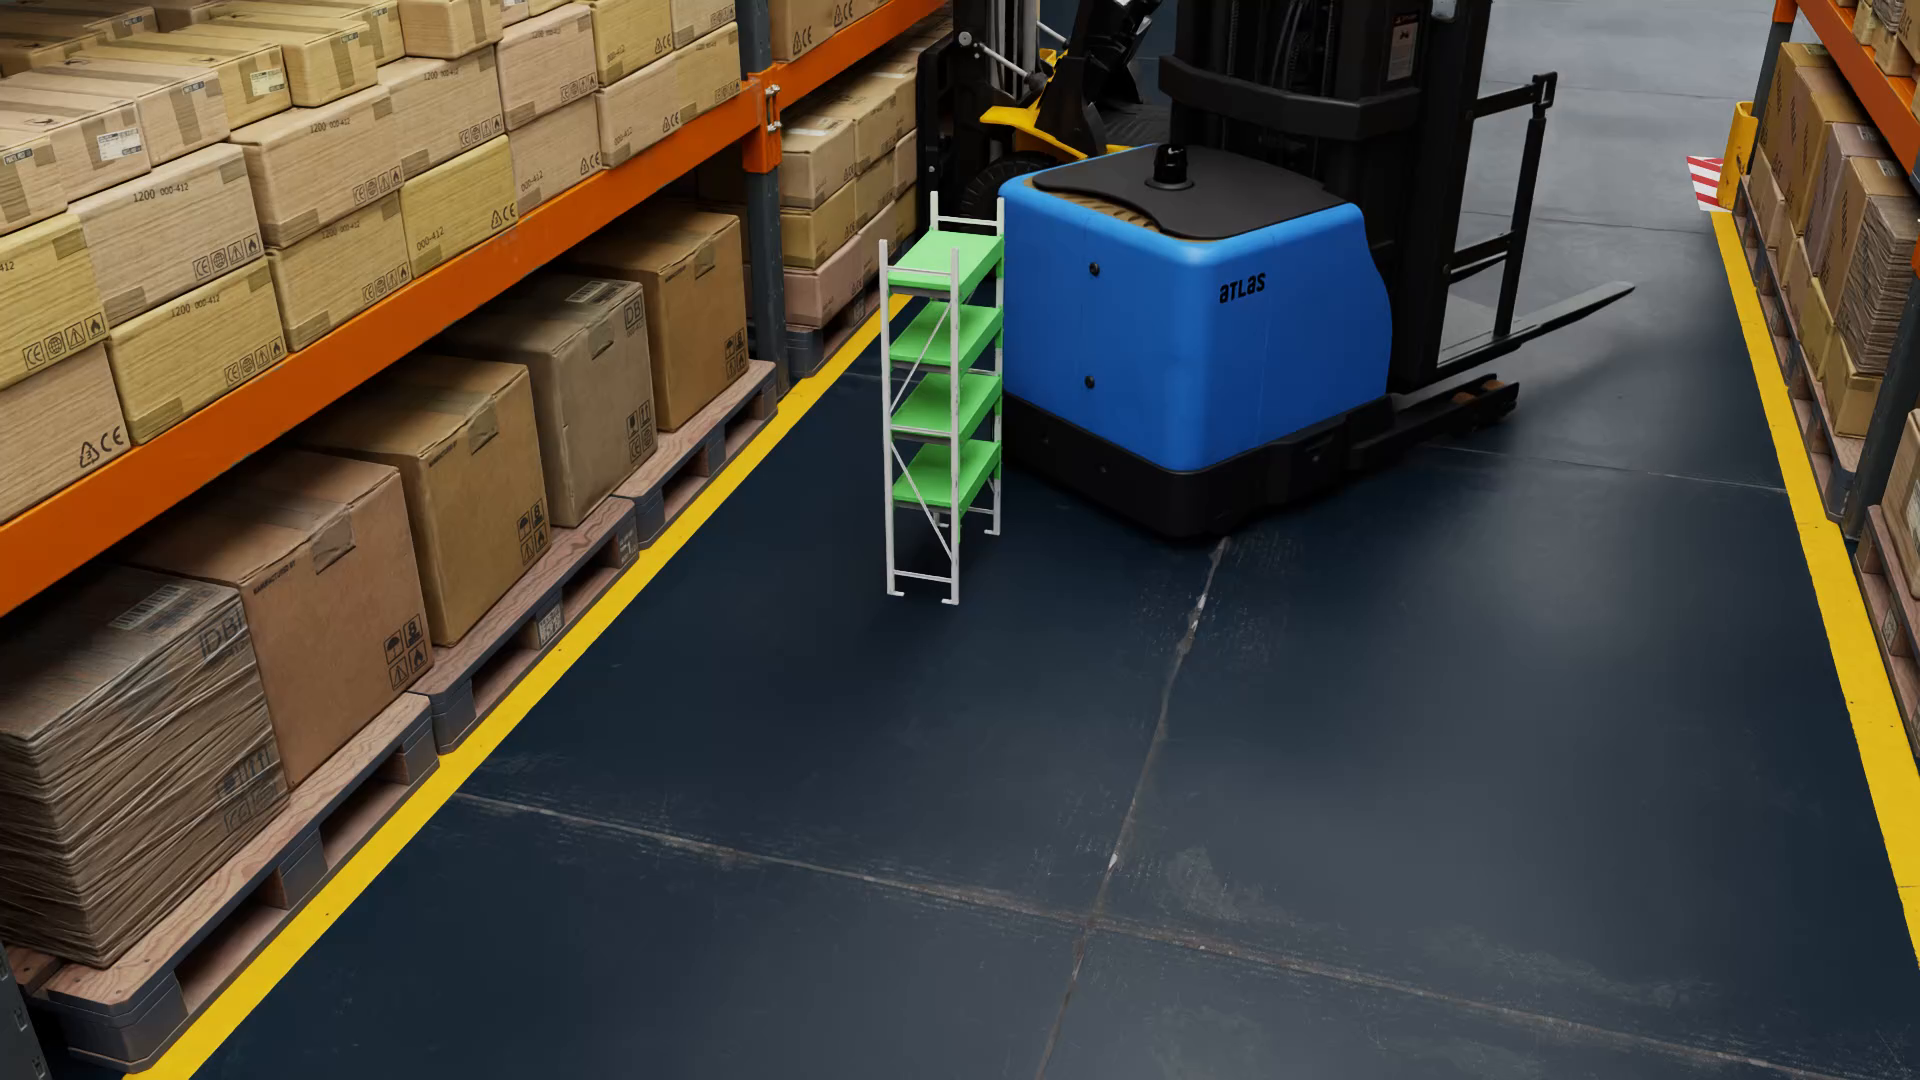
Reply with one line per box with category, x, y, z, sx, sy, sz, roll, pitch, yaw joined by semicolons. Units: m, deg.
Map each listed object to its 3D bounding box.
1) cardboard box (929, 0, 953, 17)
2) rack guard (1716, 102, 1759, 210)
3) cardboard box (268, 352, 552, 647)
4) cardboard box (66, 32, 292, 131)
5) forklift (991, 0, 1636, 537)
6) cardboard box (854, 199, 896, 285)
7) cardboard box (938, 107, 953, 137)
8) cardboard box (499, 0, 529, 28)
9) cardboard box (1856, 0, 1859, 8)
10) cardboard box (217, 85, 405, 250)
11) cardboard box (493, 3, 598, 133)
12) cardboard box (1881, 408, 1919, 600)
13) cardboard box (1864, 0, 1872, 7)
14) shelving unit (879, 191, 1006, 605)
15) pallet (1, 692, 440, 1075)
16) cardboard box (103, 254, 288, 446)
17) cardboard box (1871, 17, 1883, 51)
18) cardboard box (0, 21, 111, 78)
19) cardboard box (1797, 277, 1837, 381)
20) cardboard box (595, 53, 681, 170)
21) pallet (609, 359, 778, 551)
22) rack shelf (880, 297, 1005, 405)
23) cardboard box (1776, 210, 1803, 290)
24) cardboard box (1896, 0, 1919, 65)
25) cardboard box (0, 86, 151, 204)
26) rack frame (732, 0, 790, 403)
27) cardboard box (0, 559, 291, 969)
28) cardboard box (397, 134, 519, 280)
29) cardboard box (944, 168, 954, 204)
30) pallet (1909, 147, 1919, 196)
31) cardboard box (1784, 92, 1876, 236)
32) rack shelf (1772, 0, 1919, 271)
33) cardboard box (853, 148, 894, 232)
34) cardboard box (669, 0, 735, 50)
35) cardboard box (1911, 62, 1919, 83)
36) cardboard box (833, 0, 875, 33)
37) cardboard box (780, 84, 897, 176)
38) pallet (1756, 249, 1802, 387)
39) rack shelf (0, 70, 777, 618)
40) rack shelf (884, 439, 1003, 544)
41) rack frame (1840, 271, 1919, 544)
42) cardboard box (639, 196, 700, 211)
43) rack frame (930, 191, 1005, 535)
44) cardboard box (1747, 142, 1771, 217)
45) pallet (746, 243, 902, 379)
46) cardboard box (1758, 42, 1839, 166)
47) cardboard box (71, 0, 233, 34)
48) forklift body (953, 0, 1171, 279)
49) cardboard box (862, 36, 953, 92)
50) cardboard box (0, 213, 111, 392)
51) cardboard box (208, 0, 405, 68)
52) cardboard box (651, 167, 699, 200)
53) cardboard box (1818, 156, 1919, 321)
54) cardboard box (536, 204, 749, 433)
cardboard box;-0.003;-2.750;8.975;0.500;0.250;0.500;9;30;16
rack guard;4.702;-1.993;8.819;1.175;0.500;0.348;8;30;15
cardboard box;-1.792;-0.161;4.964;0.875;0.625;0.625;7;30;13
cardboard box;-1.757;-1.034;3.754;0.380;0.149;0.250;9;30;15
forklift;1.581;-1.868;6.092;3.031;2.935;1.130;-21;36;-33
cardboard box;-0.603;-1.366;7.517;0.500;0.250;0.500;8;30;14
cardboard box;-0.305;-2.050;8.233;0.500;0.250;0.500;8;30;15
cardboard box;-1.431;-1.507;4.604;0.380;0.149;0.250;9;30;15
cardboard box;4.028;-2.284;7.028;0.380;0.149;0.250;10;30;17
cardboard box;-1.687;-0.907;3.935;0.500;0.250;0.500;8;30;14
cardboard box;-1.396;-1.380;4.785;0.500;0.250;0.500;9;30;16
cardboard box;3.398;-0.053;5.031;0.950;0.372;0.625;9;30;16
cardboard box;3.881;-2.398;6.567;0.500;0.500;0.500;8;30;14
shelving unit;-0.049;-0.447;5.320;0.258;1.200;0.503;8;30;15
pallet;-2.091;0.732;4.217;1.003;0.211;1.213;8;30;15
cardboard box;-1.854;-0.448;3.625;0.500;0.250;0.500;8;30;14
cardboard box;3.752;-1.932;6.396;0.380;0.149;0.250;8;30;14
cardboard box;-2.207;-1.100;3.872;0.380;0.149;0.250;8;30;15
cardboard box;3.613;-0.806;6.509;0.500;0.250;0.500;8;30;14
cardboard box;-1.236;-1.397;5.330;0.500;0.250;0.500;8;30;15
pallet;-1.375;-0.402;6.255;1.003;0.211;1.213;8;30;15
rack shelf;-0.049;-0.601;5.234;0.258;0.148;0.480;8;30;15
cardboard box;3.918;-1.276;7.354;0.500;0.250;0.500;11;31;18
cardboard box;3.587;-1.918;5.703;0.500;0.500;0.500;10;30;17
cardboard box;-1.867;-0.790;3.315;0.380;0.149;0.250;9;30;16
rack frame;-1.196;-1.968;6.203;1.000;3.000;0.127;8;30;15
cardboard box;-2.174;0.457;3.854;0.875;0.625;0.625;9;30;16
cardboard box;-1.556;-0.930;4.490;0.500;0.250;0.500;9;30;16
cardboard box;-0.299;-1.840;8.369;0.500;0.250;0.500;9;30;16
pallet;3.187;-0.844;4.378;1.003;0.211;1.213;8;30;15
cardboard box;3.912;-1.608;7.181;0.500;0.500;0.500;9;30;16
rack shelf;4.137;-1.877;6.778;1.077;0.370;4.000;8;30;15
cardboard box;-0.613;-1.584;7.394;0.500;0.250;0.500;8;30;15
cardboard box;-1.096;-1.857;5.642;0.500;0.250;0.500;8;30;14
cardboard box;3.657;-1.686;5.953;0.380;0.149;0.250;8;30;14
cardboard box;-0.679;-2.426;6.922;0.500;0.500;0.500;9;30;16
cardboard box;-0.594;-1.804;7.274;0.500;0.250;0.500;9;30;15
pallet;4.070;-0.929;7.203;1.003;0.211;1.213;8;30;15
rack shelf;-1.783;-0.725;4.707;1.077;0.370;4.000;8;30;15
rack shelf;-0.049;-0.182;5.468;0.258;0.148;0.480;8;30;15
rack frame;3.550;-1.262;4.933;1.000;3.000;0.127;8;30;15
cardboard box;-1.249;-1.424;7.107;0.500;0.250;0.500;8;30;14
rack frame;0.023;-0.561;5.524;0.240;1.200;0.015;8;30;15
cardboard box;4.223;-1.767;8.238;0.500;0.250;0.500;8;30;14
pallet;-0.923;-1.114;7.534;1.003;0.211;1.213;8;30;15
cardboard box;4.217;-2.084;8.035;0.500;0.500;0.500;7;30;13
cardboard box;-2.036;-1.333;4.291;0.380;0.149;0.250;9;30;16
forklift body;1.165;-2.315;7.699;2.313;2.155;1.214;8;30;15
cardboard box;-0.298;-2.279;8.130;0.500;0.250;0.500;8;30;14
cardboard box;-1.983;-0.430;3.078;0.500;0.250;0.500;8;30;15
cardboard box;-1.642;-1.279;4.193;0.380;0.149;0.250;8;30;15
cardboard box;-1.237;-1.644;6.987;0.500;0.250;0.500;9;30;16
cardboard box;3.615;-1.121;6.305;0.500;0.500;0.500;9;30;16
cardboard box;-1.339;-0.870;6.239;0.875;0.625;0.625;10;31;17
